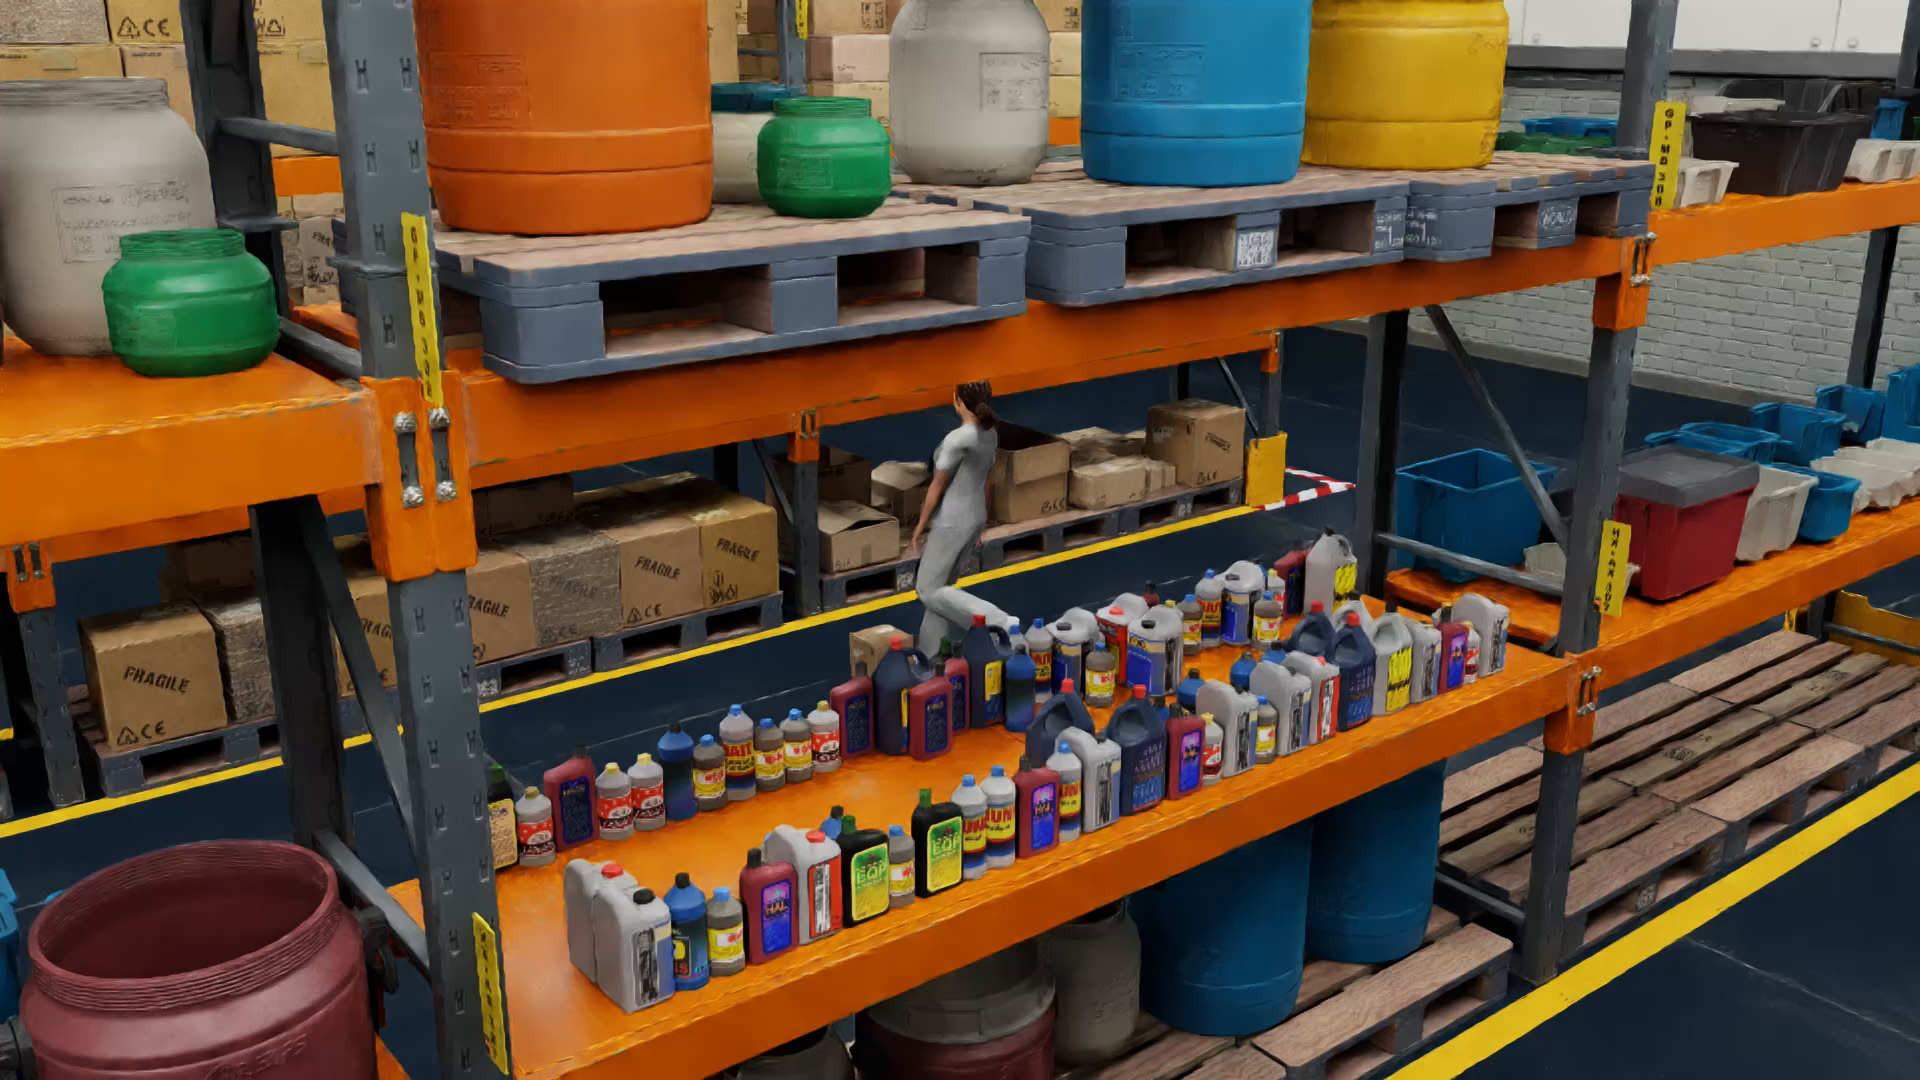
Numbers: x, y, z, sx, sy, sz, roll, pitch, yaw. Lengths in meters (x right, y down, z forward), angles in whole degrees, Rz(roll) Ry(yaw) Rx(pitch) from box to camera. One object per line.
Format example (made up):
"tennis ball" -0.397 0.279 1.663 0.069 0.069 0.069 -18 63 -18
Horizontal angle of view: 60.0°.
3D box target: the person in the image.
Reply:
"person" 0.006 -0.078 8.840 0.740 1.647 0.488 8 19 23
